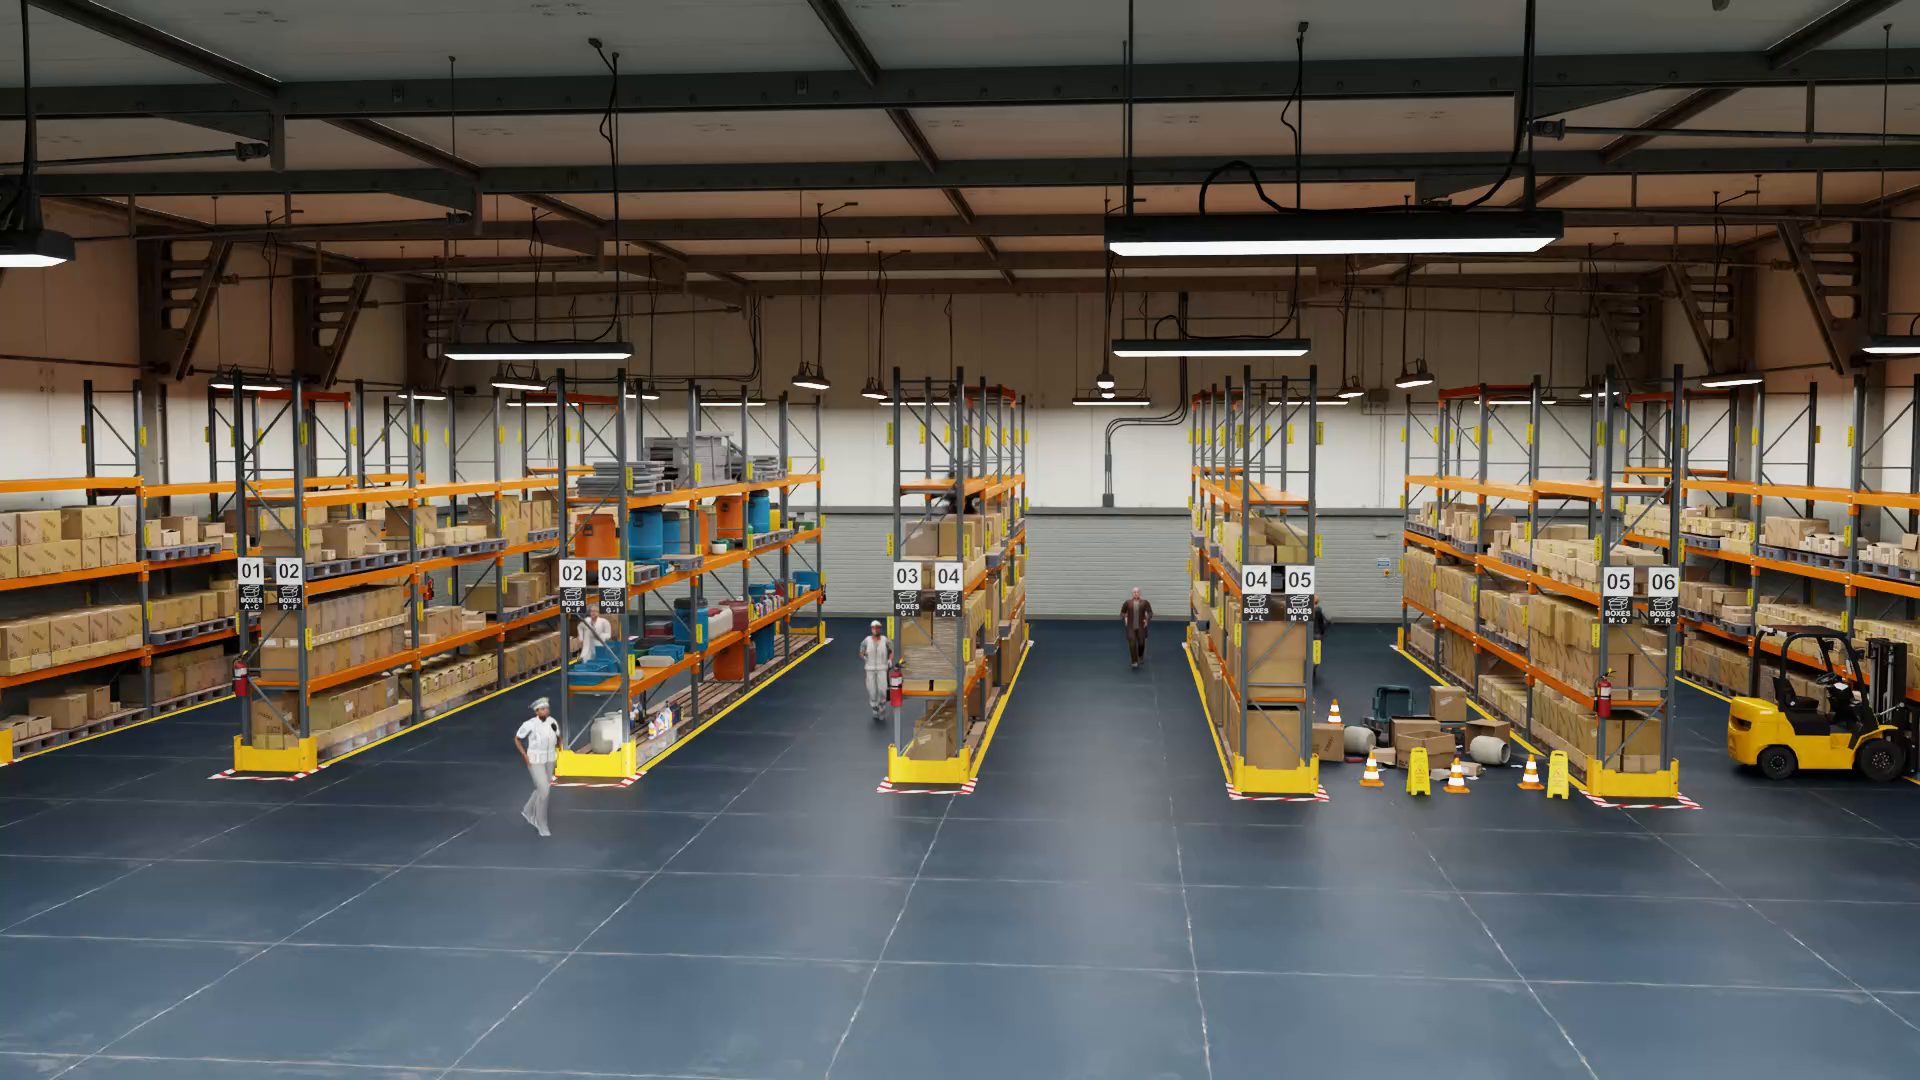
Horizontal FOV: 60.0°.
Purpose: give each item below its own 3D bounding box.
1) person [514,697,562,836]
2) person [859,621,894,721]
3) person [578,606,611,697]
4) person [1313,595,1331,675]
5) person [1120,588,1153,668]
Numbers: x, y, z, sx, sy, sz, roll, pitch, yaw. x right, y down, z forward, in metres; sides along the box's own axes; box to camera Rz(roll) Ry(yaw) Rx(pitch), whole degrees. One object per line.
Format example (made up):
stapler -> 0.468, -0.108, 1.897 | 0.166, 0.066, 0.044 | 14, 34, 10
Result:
person -> -5.342, 2.858, 21.132 | 0.708, 1.773, 0.601 | 3, 5, 39
person -> -1.454, 2.304, 29.137 | 0.636, 1.772, 0.626 | 0, 4, 3
person -> -7.045, 2.137, 32.002 | 0.691, 1.762, 0.781 | 0, 4, -1
person -> 7.356, 2.006, 34.559 | 0.668, 1.713, 0.758 | 0, 4, 4
person -> 3.813, 1.937, 36.001 | 0.705, 1.648, 0.661 | 0, 4, 8
